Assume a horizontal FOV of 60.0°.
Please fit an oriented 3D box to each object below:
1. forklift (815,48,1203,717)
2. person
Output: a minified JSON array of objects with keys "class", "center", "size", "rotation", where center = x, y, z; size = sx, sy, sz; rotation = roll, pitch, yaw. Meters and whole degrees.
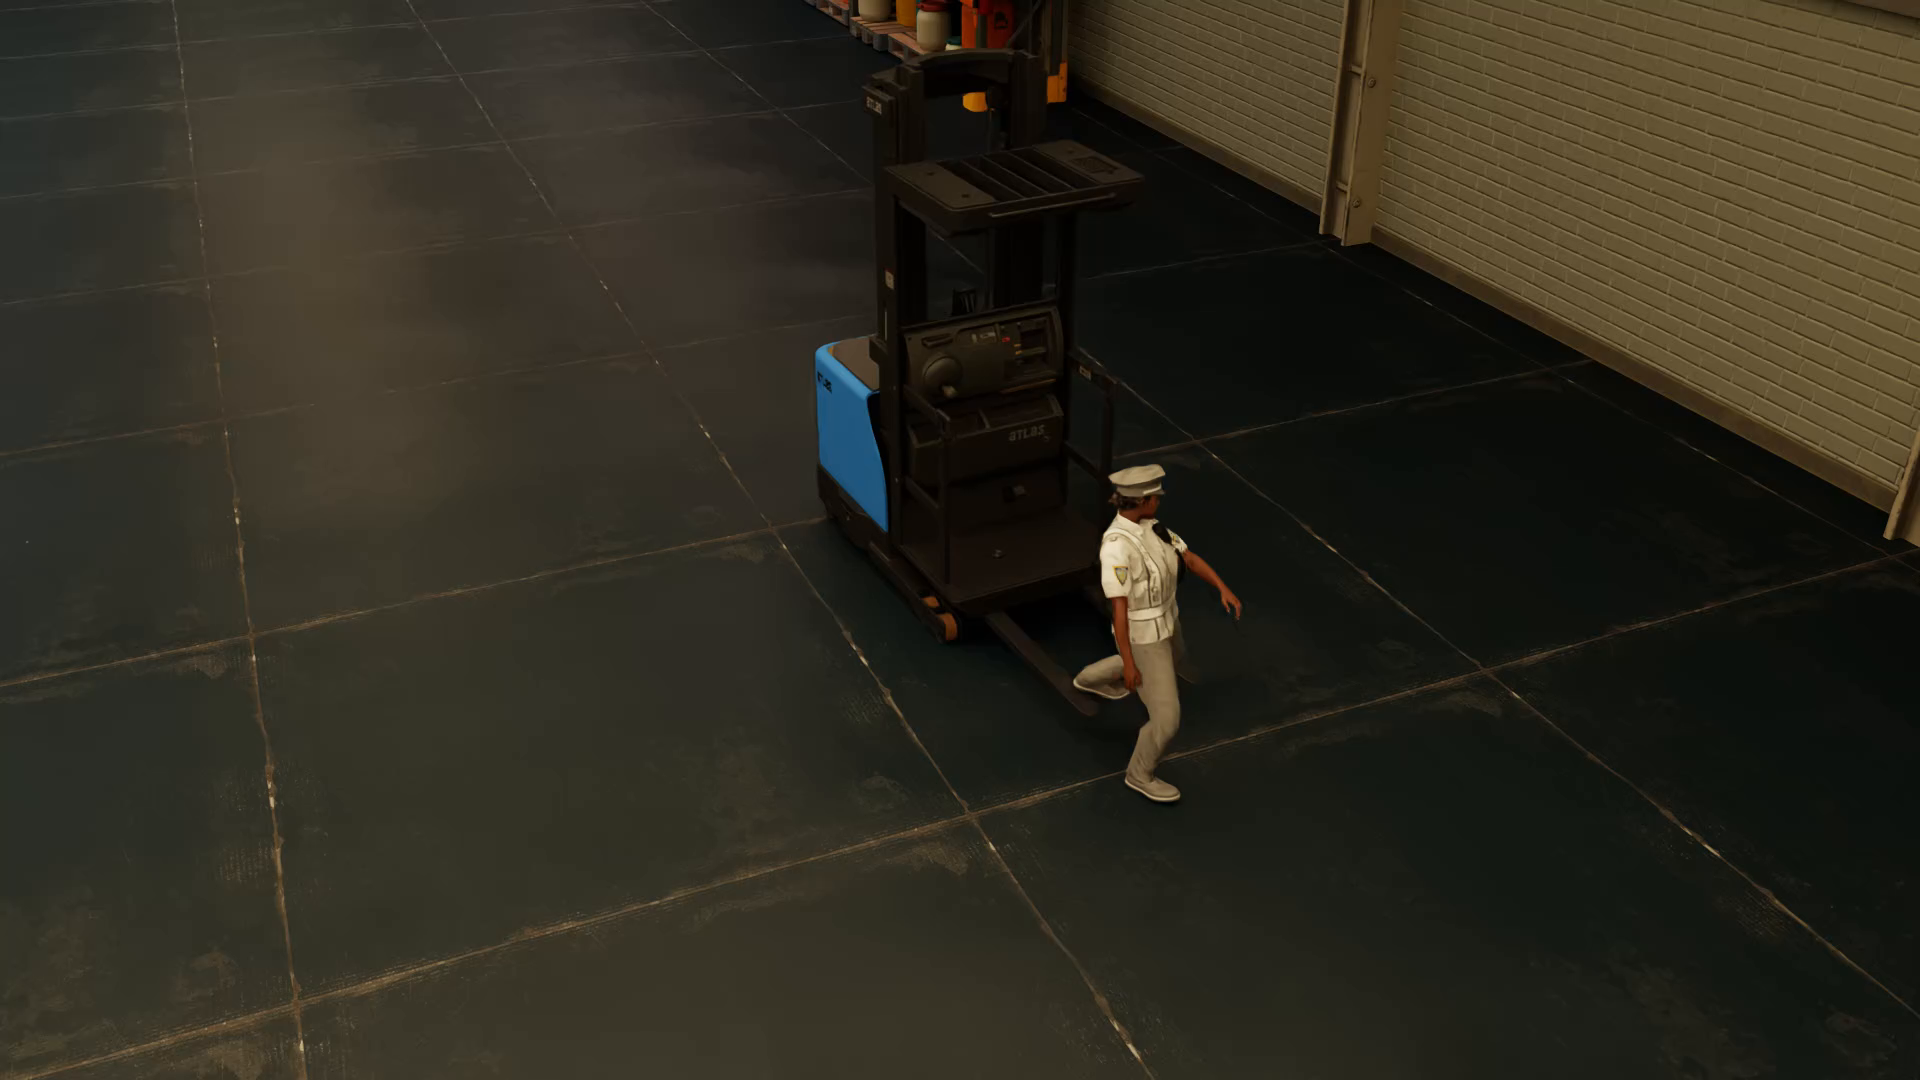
[{"class":"forklift","center":[0.238,-0.963,8.804],"size":[1.130,2.935,3.031],"rotation":[-14,33,-23]},{"class":"person","center":[0.898,0.432,7.750],"size":[0.801,1.541,0.792],"rotation":[8,31,13]}]
